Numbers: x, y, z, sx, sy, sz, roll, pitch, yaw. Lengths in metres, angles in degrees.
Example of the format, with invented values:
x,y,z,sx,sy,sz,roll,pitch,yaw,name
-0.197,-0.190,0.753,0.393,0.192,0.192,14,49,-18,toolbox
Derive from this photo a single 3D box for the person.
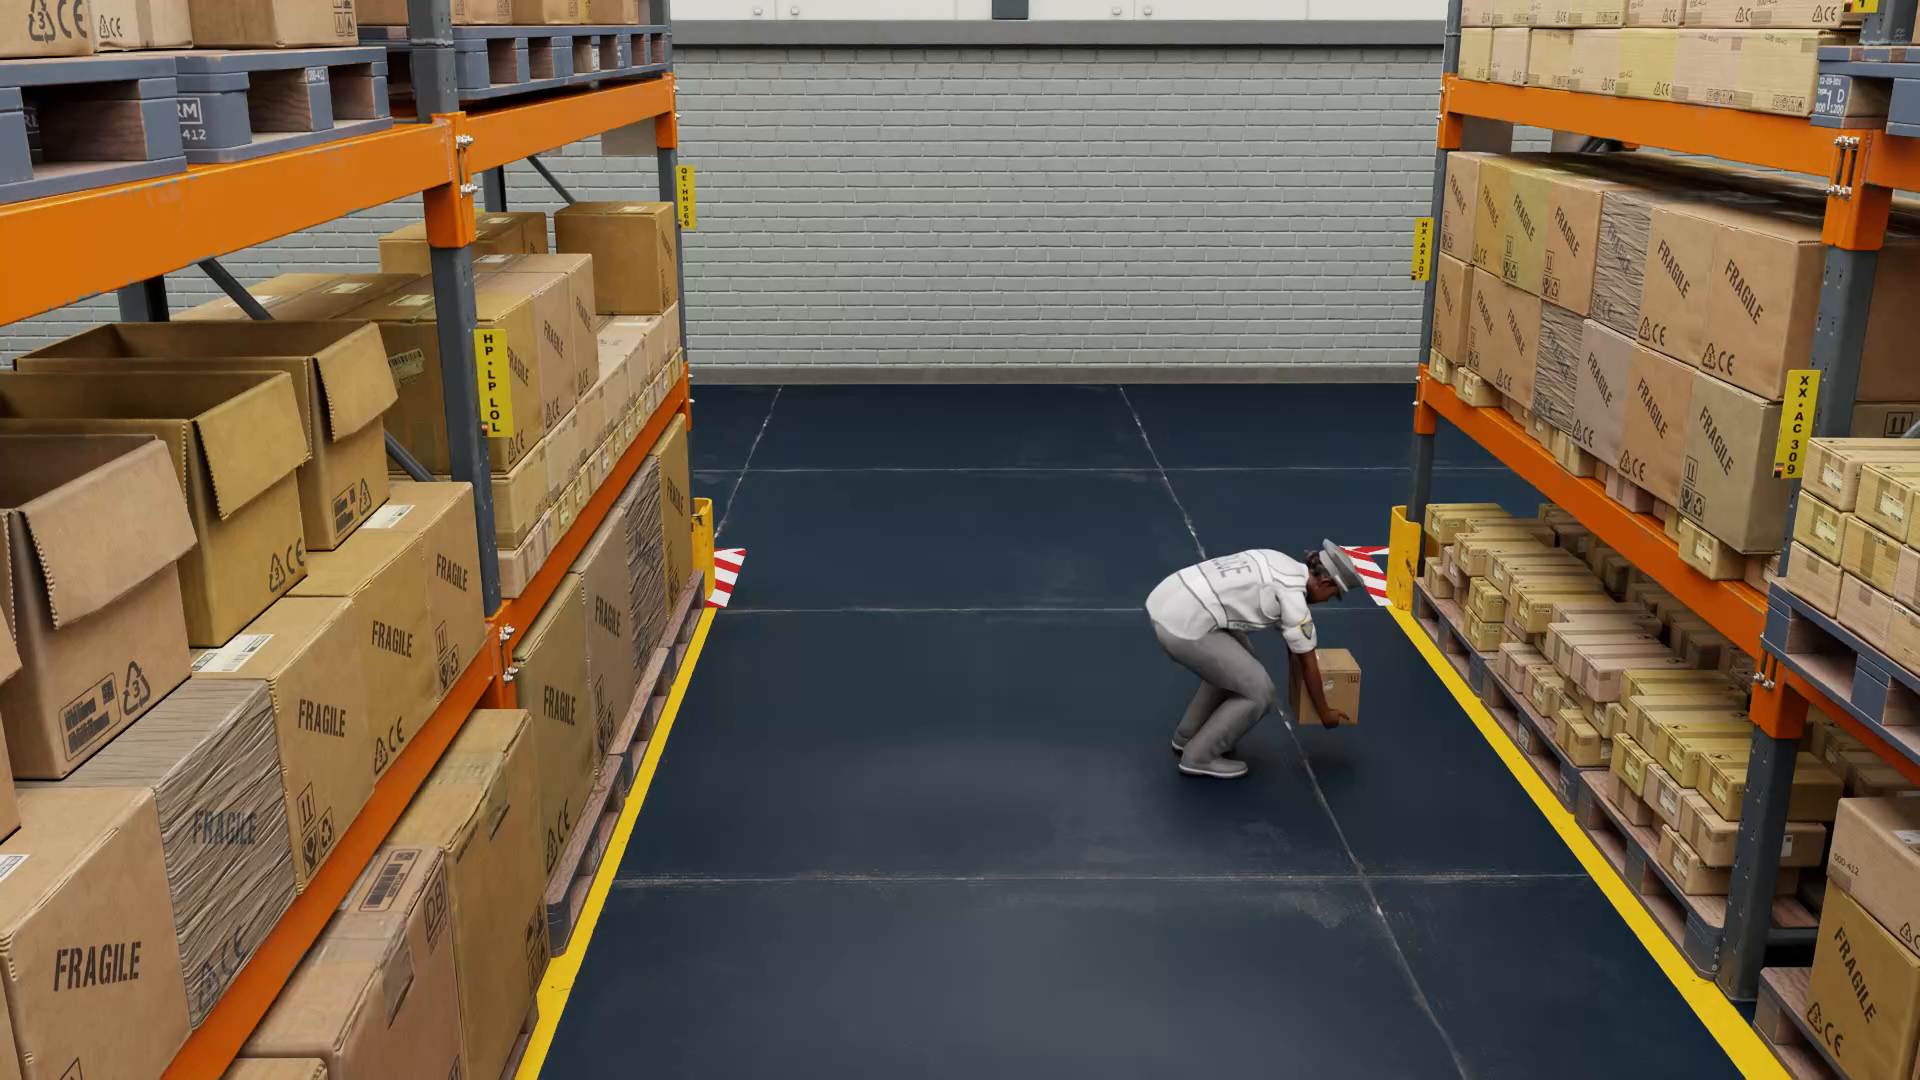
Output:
x,y,z,sx,sy,sz,roll,pitch,yaw,name
1.254,0.492,7.108,0.927,0.989,0.470,-1,17,-3,person
